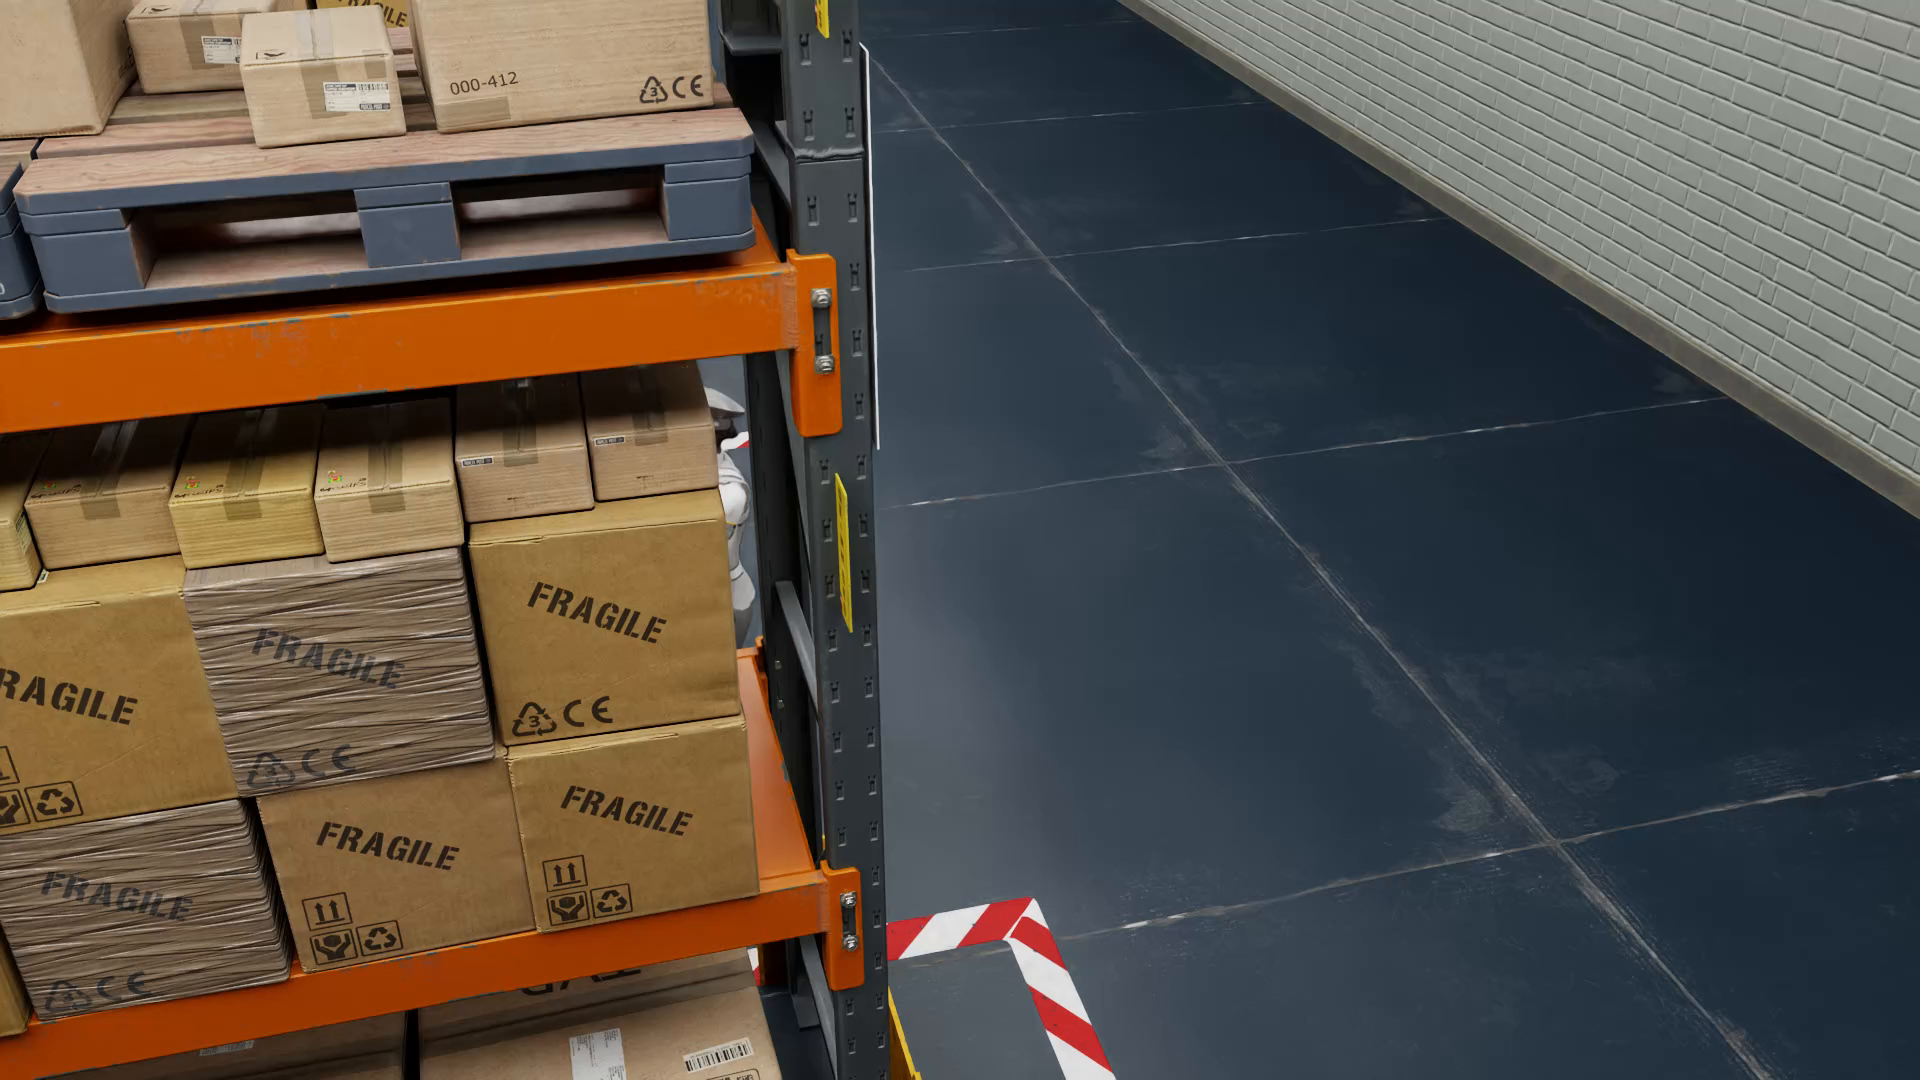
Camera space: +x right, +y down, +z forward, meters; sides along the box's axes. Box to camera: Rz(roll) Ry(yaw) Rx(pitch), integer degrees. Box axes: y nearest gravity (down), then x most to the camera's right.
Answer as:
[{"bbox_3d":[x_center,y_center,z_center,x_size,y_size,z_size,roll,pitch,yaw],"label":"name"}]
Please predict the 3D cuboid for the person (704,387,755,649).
[{"bbox_3d":[-0.954,0.244,5.694,0.522,1.689,0.451,-16,34,-25],"label":"person"}]
